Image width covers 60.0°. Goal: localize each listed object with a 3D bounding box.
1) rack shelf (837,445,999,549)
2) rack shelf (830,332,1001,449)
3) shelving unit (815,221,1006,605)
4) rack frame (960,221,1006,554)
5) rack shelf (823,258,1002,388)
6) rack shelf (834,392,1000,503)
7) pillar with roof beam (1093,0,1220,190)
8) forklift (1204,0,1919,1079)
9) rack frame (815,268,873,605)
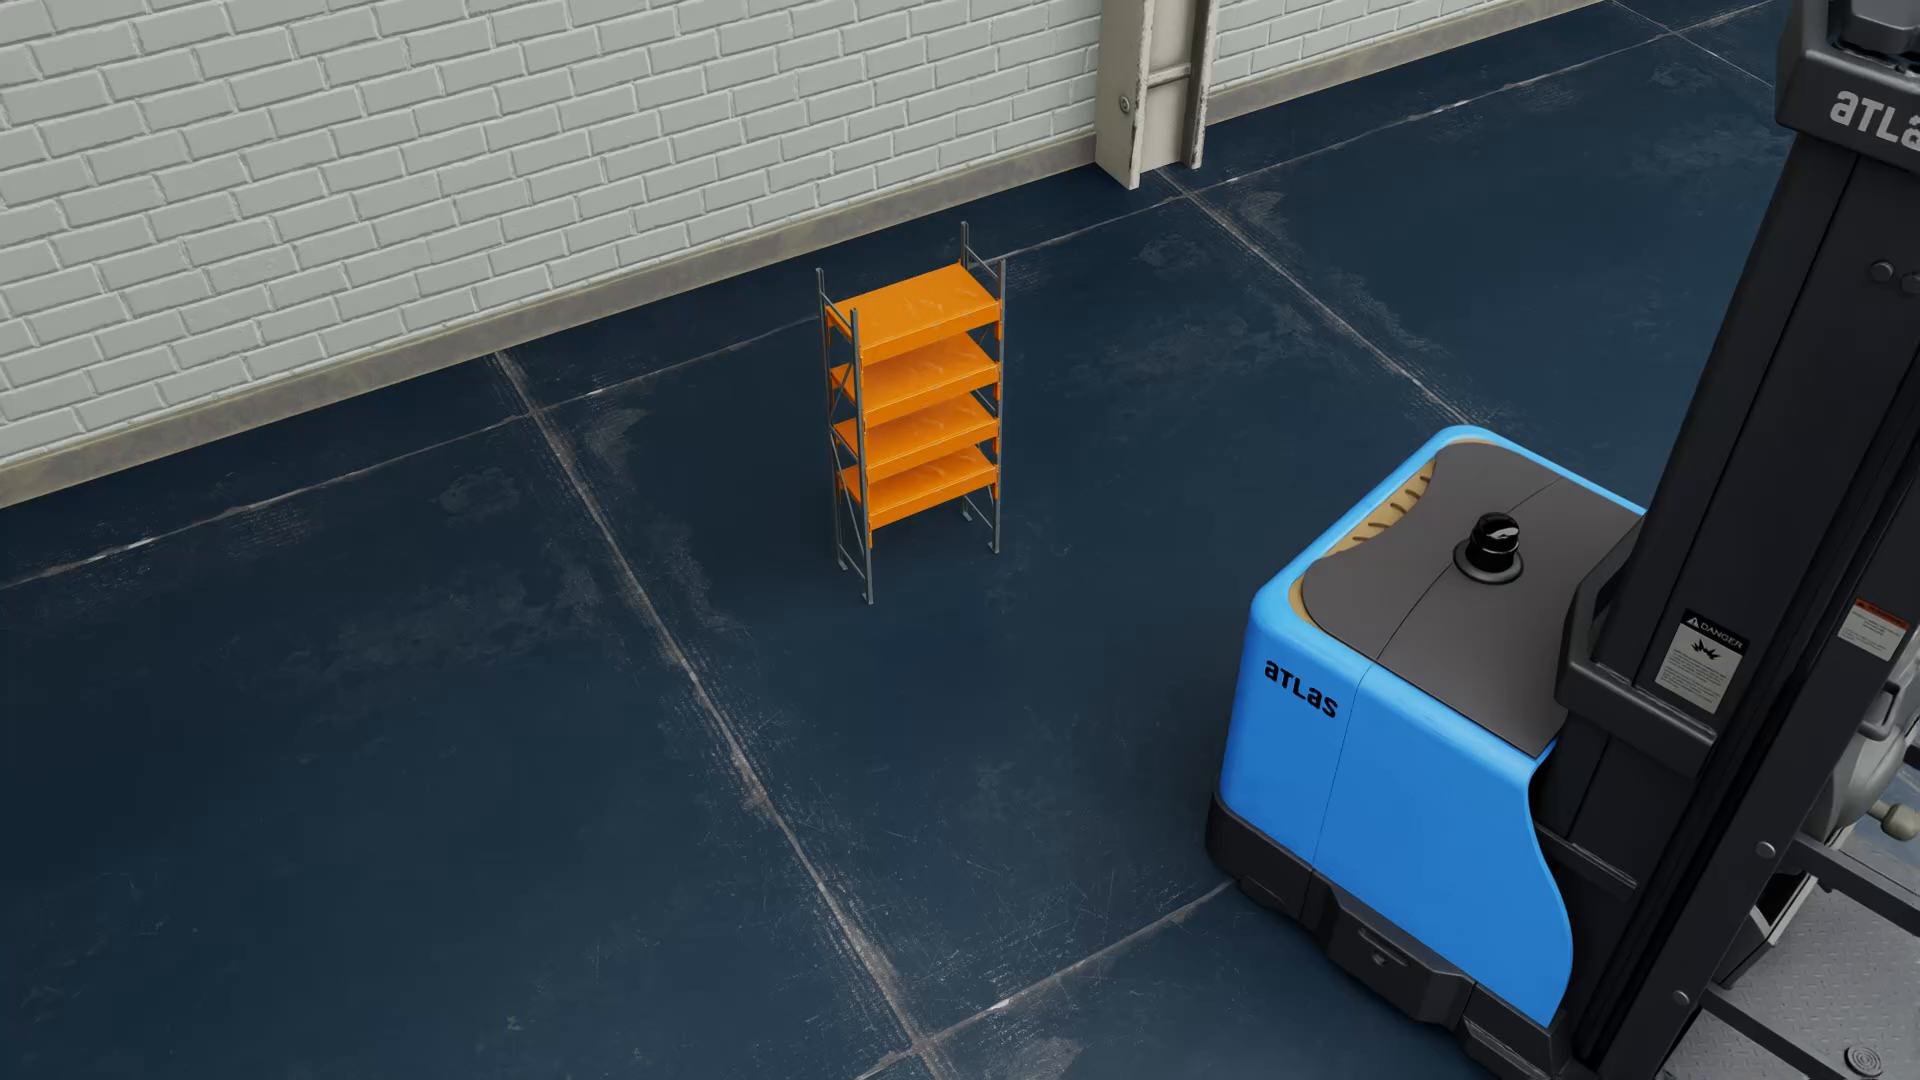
[{"bbox_3d":[-0.144,-0.182,5.458,0.480,0.148,0.258,-22,48,-21],"label":"rack shelf"},{"bbox_3d":[-0.144,-0.485,5.164,0.480,0.148,0.258,-22,48,-21],"label":"rack shelf"},{"bbox_3d":[-0.144,-0.373,5.273,0.503,1.200,0.258,-22,48,-21],"label":"shelving unit"},{"bbox_3d":[0.068,-0.458,5.360,0.015,1.200,0.240,-22,48,-21],"label":"rack frame"},{"bbox_3d":[-0.144,-0.655,4.999,0.480,0.148,0.258,-22,48,-21],"label":"rack shelf"},{"bbox_3d":[-0.144,-0.325,5.320,0.480,0.148,0.258,-22,48,-21],"label":"rack shelf"},{"bbox_3d":[2.986,-2.337,1.697,0.400,9.000,9.100,-22,48,-21],"label":"pillar with roof beam"},{"bbox_3d":[2.116,0.326,3.309,3.031,2.935,1.130,33,53,30],"label":"forklift"},{"bbox_3d":[-0.355,-0.288,5.186,0.015,1.200,0.240,-22,48,-21],"label":"rack frame"}]
